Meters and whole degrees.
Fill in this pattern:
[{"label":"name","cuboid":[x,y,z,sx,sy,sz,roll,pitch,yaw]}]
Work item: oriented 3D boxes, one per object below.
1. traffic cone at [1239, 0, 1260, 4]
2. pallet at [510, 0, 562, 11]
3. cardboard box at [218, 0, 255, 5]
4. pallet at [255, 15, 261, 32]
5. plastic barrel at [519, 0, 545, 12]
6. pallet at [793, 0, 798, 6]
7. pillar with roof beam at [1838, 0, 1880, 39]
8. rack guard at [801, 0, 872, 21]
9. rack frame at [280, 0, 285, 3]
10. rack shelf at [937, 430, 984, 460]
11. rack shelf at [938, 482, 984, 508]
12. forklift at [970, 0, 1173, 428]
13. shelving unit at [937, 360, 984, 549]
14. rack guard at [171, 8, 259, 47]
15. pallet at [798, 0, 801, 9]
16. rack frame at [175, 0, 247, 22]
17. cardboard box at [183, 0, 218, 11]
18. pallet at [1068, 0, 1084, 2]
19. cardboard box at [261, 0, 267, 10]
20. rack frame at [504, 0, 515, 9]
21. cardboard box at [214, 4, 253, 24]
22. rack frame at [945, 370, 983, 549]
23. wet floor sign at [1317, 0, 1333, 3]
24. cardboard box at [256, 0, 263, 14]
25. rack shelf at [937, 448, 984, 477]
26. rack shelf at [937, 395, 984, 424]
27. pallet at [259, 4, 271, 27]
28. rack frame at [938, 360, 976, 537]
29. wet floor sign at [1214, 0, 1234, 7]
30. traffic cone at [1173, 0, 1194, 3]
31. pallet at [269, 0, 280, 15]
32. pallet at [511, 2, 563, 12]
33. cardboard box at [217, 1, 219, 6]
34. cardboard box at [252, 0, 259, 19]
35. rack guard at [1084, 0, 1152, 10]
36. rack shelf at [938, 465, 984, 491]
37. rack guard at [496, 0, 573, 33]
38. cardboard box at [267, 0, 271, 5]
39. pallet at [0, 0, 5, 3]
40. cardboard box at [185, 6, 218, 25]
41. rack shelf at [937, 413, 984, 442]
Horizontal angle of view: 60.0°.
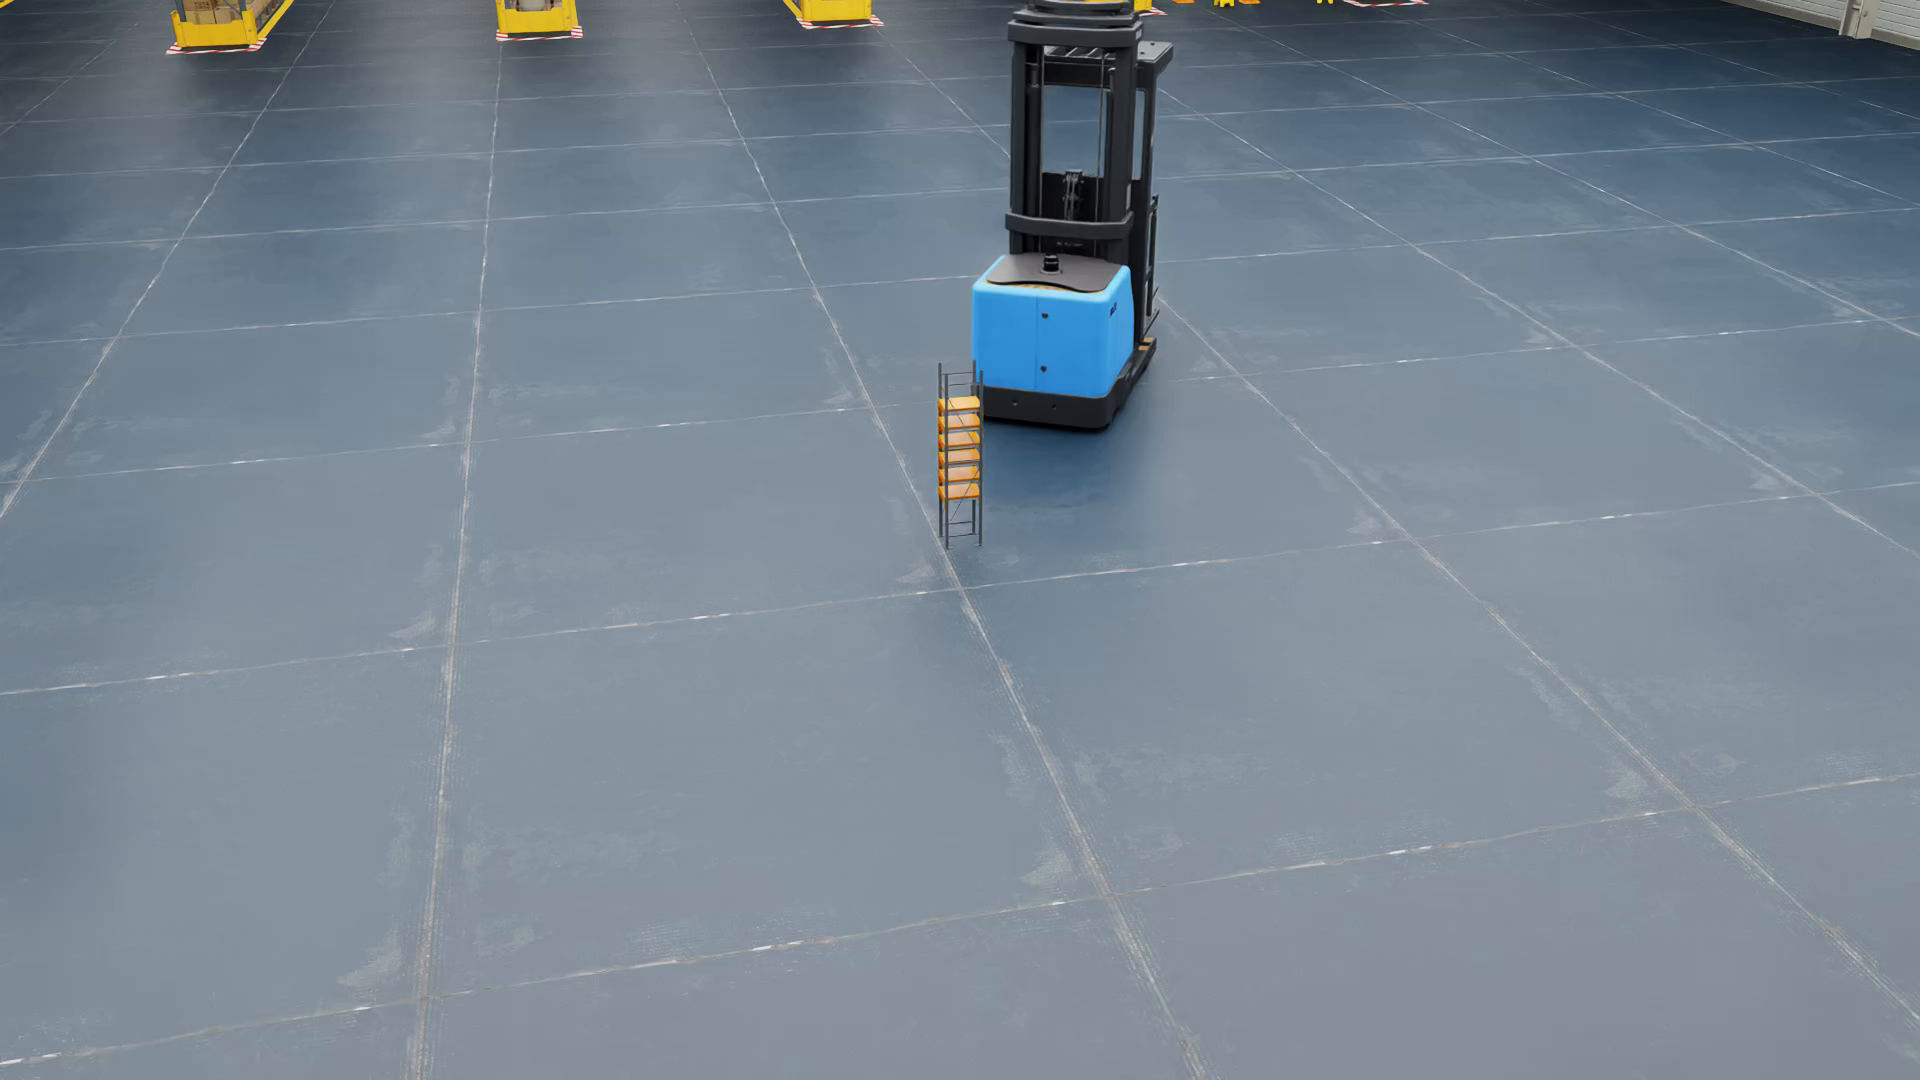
[{"label":"traffic cone","cuboid":[5.206,-9.882,29.815,0.336,0.463,0.334,-6,27,-12]},{"label":"pallet","cuboid":[-7.428,-9.385,29.110,1.003,0.211,1.213,-6,27,-12]},{"label":"cardboard box","cuboid":[-11.761,-8.980,26.966,0.500,0.500,0.500,-6,27,-12]},{"label":"pallet","cuboid":[-11.956,-8.295,26.950,1.003,0.211,1.213,-6,27,-12]},{"label":"plastic barrel","cuboid":[-7.139,-9.068,27.681,0.421,0.512,0.421,0,27,0]},{"label":"pallet","cuboid":[-2.528,-9.896,30.121,1.003,0.211,1.213,-6,27,-12]},{"label":"pillar with roof beam","cuboid":[10.279,-11.729,24.000,9.100,9.000,0.400,-6,27,-12]},{"label":"rack guard","cuboid":[-2.108,-9.130,28.284,1.175,0.500,0.348,-6,27,-12]},{"label":"rack frame","cuboid":[-12.644,-10.964,29.144,1.000,3.000,0.127,-6,27,-12]},{"label":"rack shelf","cuboid":[0.003,-0.597,10.433,0.258,0.103,0.180,-6,27,-12]},{"label":"rack shelf","cuboid":[0.003,-0.275,10.595,0.258,0.103,0.180,-6,27,-12]},{"label":"forklift","cuboid":[0.993,-2.772,12.990,1.130,2.935,3.031,8,28,15]},{"label":"shelving unit","cuboid":[0.003,-0.529,10.467,0.258,1.200,0.189,-6,27,-12]},{"label":"rack guard","cuboid":[-11.737,-8.082,26.207,1.175,0.500,0.348,-6,27,-12]},{"label":"pallet","cuboid":[-2.256,-9.361,29.062,1.003,0.211,1.213,-6,27,-12]},{"label":"rack frame","cuboid":[-11.743,-9.208,25.665,1.000,3.000,0.127,-6,27,-12]},{"label":"cardboard box","cuboid":[-12.154,-8.708,26.427,0.500,0.500,0.500,-6,27,-12]},{"label":"pallet","cuboid":[2.508,-9.770,29.872,1.003,0.211,1.213,-6,27,-12]},{"label":"cardboard box","cuboid":[-11.983,-9.085,28.006,0.500,0.250,0.500,-6,27,-12]},{"label":"rack frame","cuboid":[-6.916,-9.710,26.658,1.000,3.000,0.127,-6,27,-12]},{"label":"cardboard box","cuboid":[-11.647,-8.426,26.701,0.500,0.250,0.500,-6,27,-12]},{"label":"rack frame","cuboid":[0.024,-0.489,10.387,0.240,1.200,0.006,-6,27,-12]},{"label":"wet floor sign","cuboid":[6.565,-9.976,29.798,0.267,0.644,0.232,3,27,6]},{"label":"cardboard box","cuboid":[-11.875,-8.865,27.570,0.500,0.250,0.500,-6,27,-12]},{"label":"rack shelf","cuboid":[0.003,-0.490,10.487,0.258,0.103,0.180,-6,27,-12]},{"label":"rack shelf","cuboid":[0.003,-0.811,10.325,0.258,0.103,0.180,-6,27,-12]},{"label":"pallet","cuboid":[-12.227,-8.829,28.009,1.003,0.211,1.213,-6,27,-12]},{"label":"rack frame","cuboid":[-0.017,-0.569,10.547,0.240,1.200,0.006,-6,27,-12]},{"label":"wet floor sign","cuboid":[4.700,-9.809,29.468,0.267,0.644,0.232,-11,29,-20]},{"label":"traffic cone","cuboid":[4.028,-9.917,29.884,0.336,0.463,0.334,-6,27,-12]},{"label":"pallet","cuboid":[-12.506,-9.366,29.072,1.003,0.211,1.213,-6,27,-12]},{"label":"pallet","cuboid":[-7.157,-8.850,28.050,1.003,0.211,1.213,-6,27,-12]},{"label":"cardboard box","cuboid":[-12.276,-8.592,27.029,0.500,0.250,0.500,-6,27,-12]},{"label":"cardboard box","cuboid":[-11.763,-8.645,27.135,0.500,0.250,0.500,-6,27,-12]},{"label":"rack guard","cuboid":[2.770,-9.545,29.107,1.175,0.500,0.348,-6,27,-12]},{"label":"rack shelf","cuboid":[0.003,-0.382,10.541,0.258,0.103,0.180,-6,27,-12]},{"label":"rack guard","cuboid":[-6.979,-8.622,27.278,1.175,0.500,0.348,-6,27,-12]},{"label":"cardboard box","cuboid":[-12.097,-9.304,28.440,0.500,0.250,0.500,-6,27,-12]},{"label":"pallet","cuboid":[-17.647,-9.556,29.449,1.003,0.211,1.213,-6,27,-12]},{"label":"cardboard box","cuboid":[-12.152,-8.374,26.596,0.500,0.250,0.500,-6,27,-12]},{"label":"rack shelf","cuboid":[0.003,-0.704,10.379,0.258,0.103,0.180,-6,27,-12]}]
